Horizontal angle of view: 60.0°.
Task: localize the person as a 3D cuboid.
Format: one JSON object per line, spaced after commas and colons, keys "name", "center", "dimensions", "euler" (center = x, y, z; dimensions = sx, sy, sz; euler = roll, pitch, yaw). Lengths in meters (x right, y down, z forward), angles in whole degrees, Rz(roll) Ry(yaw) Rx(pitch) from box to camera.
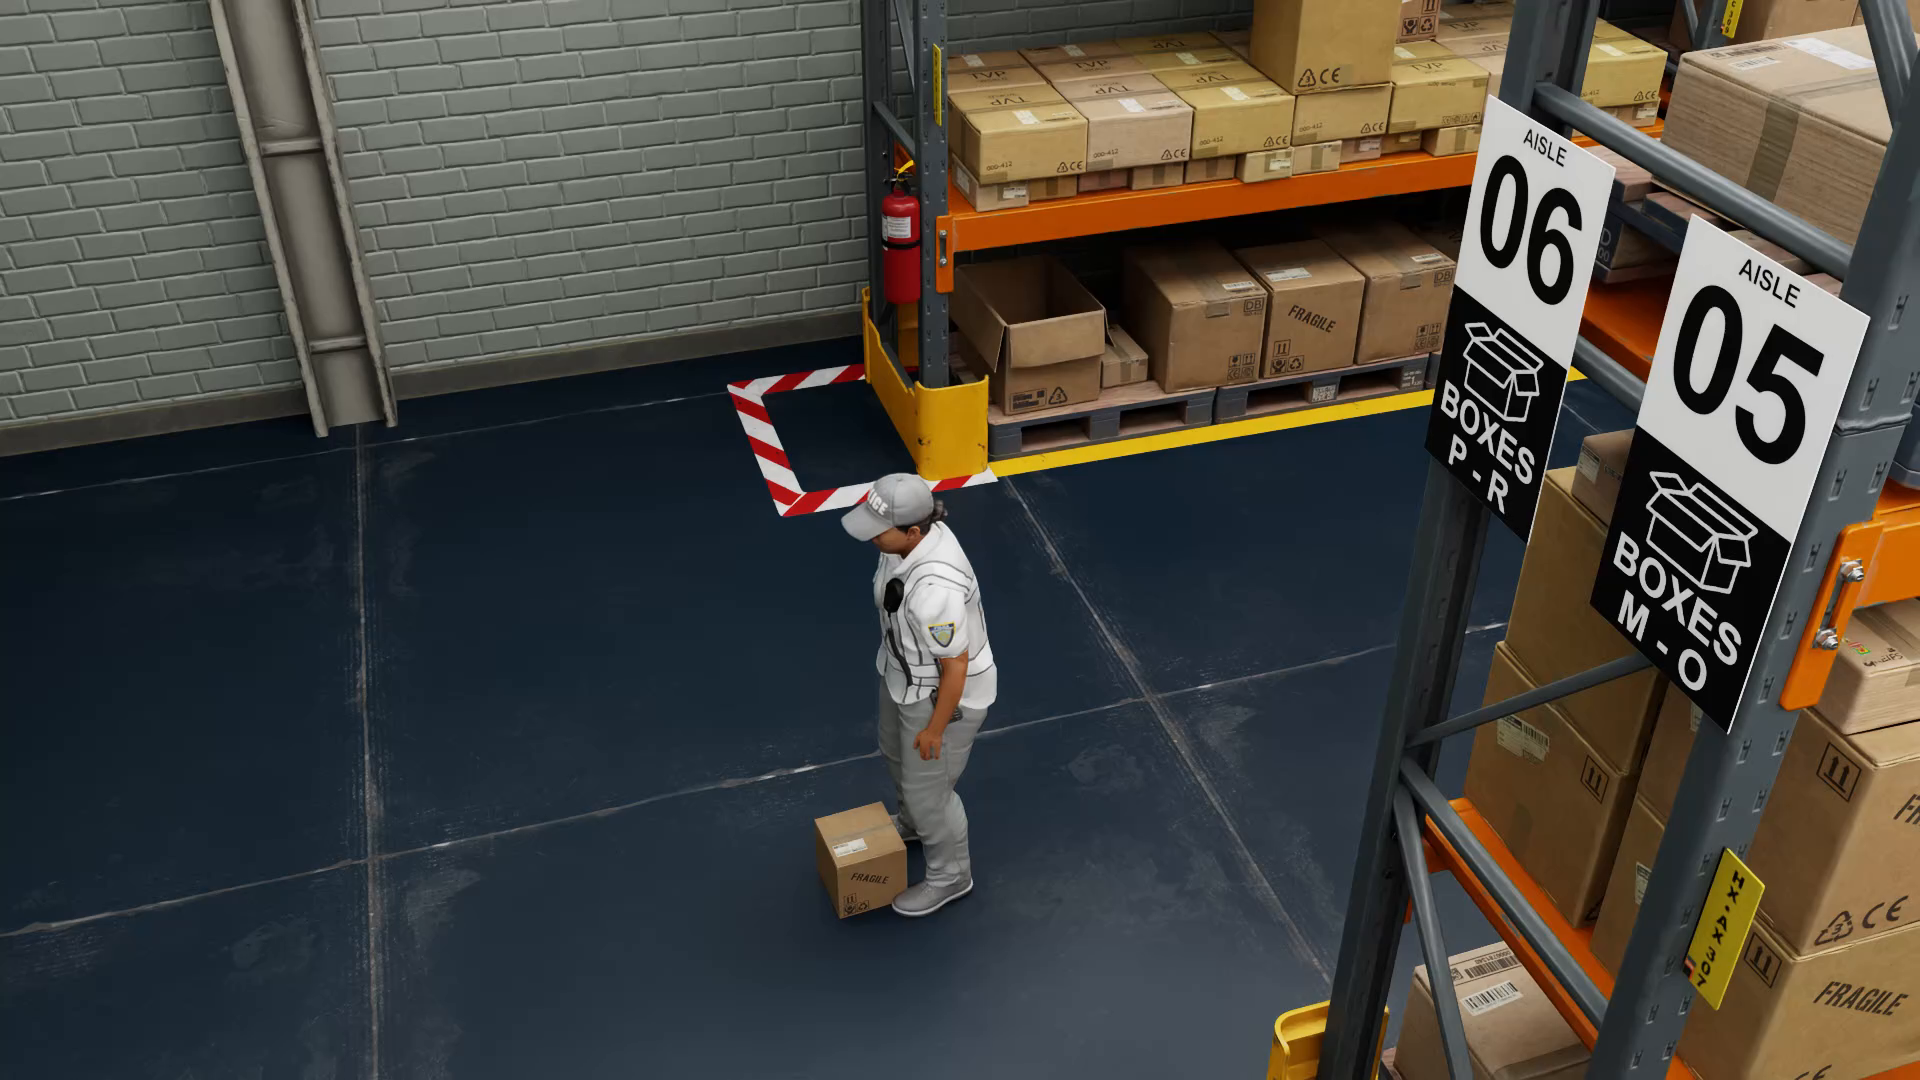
{"name": "person", "center": [-0.136, 0.480, 5.427], "dimensions": [0.466, 1.667, 0.539], "euler": [-10, 35, -14]}
